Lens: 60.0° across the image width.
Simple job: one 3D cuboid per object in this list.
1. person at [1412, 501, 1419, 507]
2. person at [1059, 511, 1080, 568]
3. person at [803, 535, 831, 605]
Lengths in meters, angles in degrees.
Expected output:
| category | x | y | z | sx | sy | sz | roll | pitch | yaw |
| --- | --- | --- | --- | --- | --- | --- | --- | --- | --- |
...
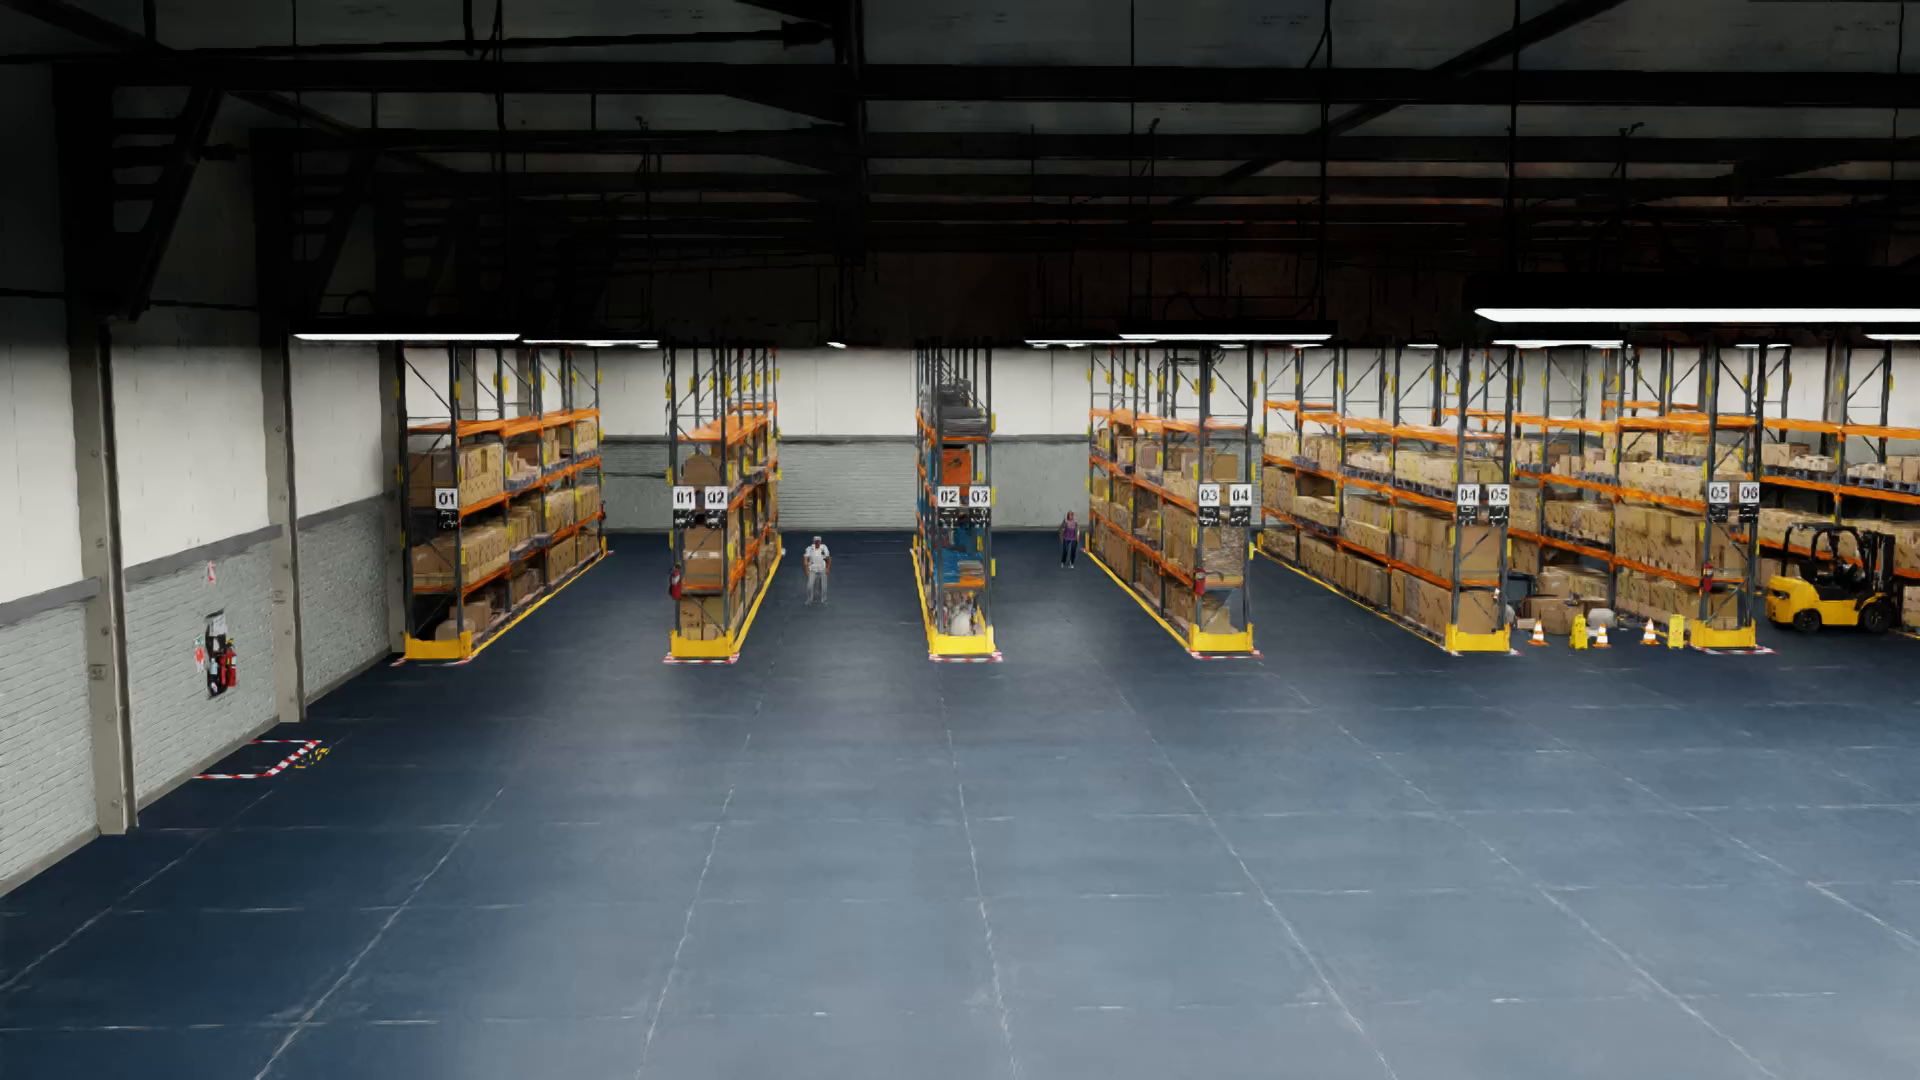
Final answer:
| category | x | y | z | sx | sy | sz | roll | pitch | yaw |
| --- | --- | --- | --- | --- | --- | --- | --- | --- | --- |
| person | 12.307 | -0.202 | 45.058 | 0.396 | 1.691 | 0.522 | 2 | 7 | 15 |
| person | 2.888 | -0.026 | 43.962 | 0.566 | 1.540 | 0.516 | -1 | 7 | -5 |
| person | -3.215 | 0.682 | 37.450 | 0.625 | 1.611 | 0.582 | -1 | 7 | -5 |
